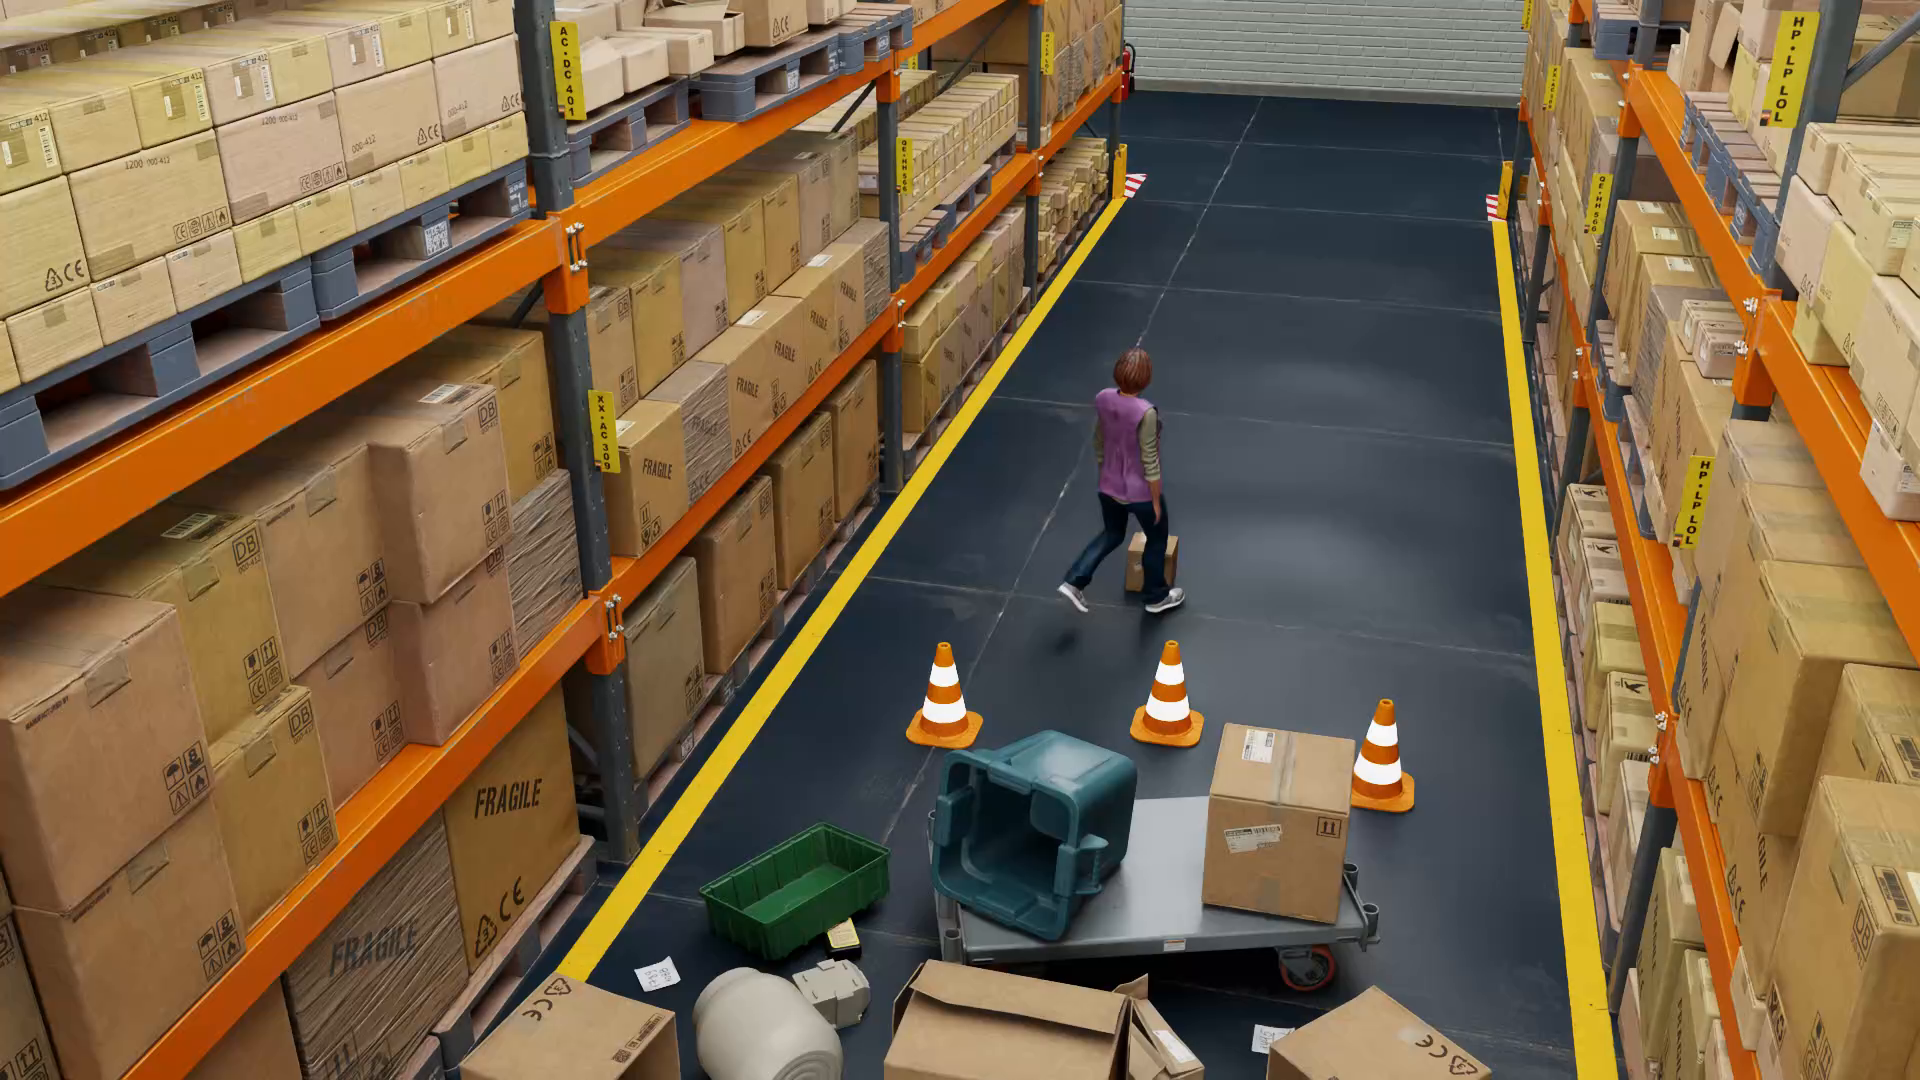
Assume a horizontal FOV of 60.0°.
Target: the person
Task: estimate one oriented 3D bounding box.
[{"bbox_3d":[0.901,-0.284,8.725,0.435,1.554,0.788,23,34,39],"label":"person"}]
